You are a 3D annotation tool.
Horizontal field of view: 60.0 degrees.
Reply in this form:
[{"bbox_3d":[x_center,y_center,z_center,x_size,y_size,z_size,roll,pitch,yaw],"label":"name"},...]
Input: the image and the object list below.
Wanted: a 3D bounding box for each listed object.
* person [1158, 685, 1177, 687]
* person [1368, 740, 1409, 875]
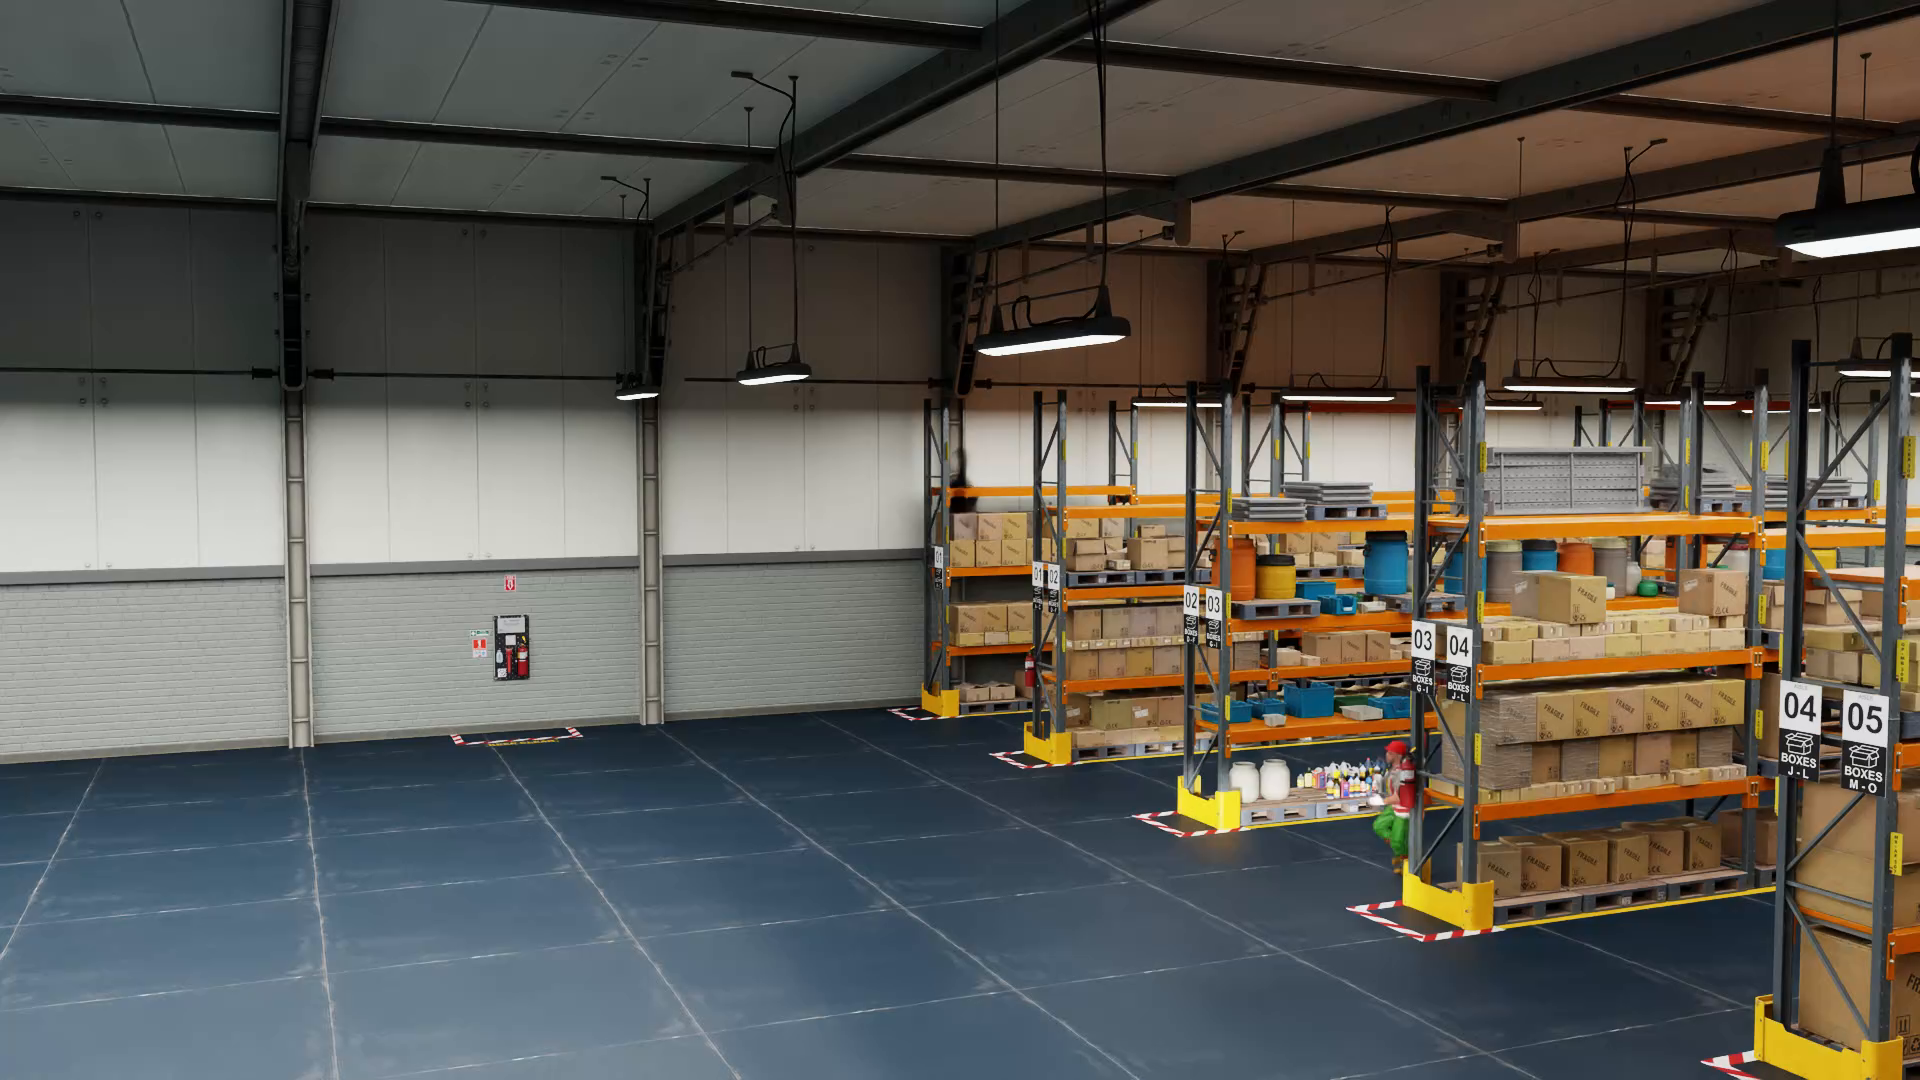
[{"bbox_3d":[3.836,2.630,30.915,0.963,1.413,0.579,-1,4,-16],"label":"person"},{"bbox_3d":[5.132,3.162,19.633,0.660,1.662,0.874,0,3,7],"label":"person"}]
